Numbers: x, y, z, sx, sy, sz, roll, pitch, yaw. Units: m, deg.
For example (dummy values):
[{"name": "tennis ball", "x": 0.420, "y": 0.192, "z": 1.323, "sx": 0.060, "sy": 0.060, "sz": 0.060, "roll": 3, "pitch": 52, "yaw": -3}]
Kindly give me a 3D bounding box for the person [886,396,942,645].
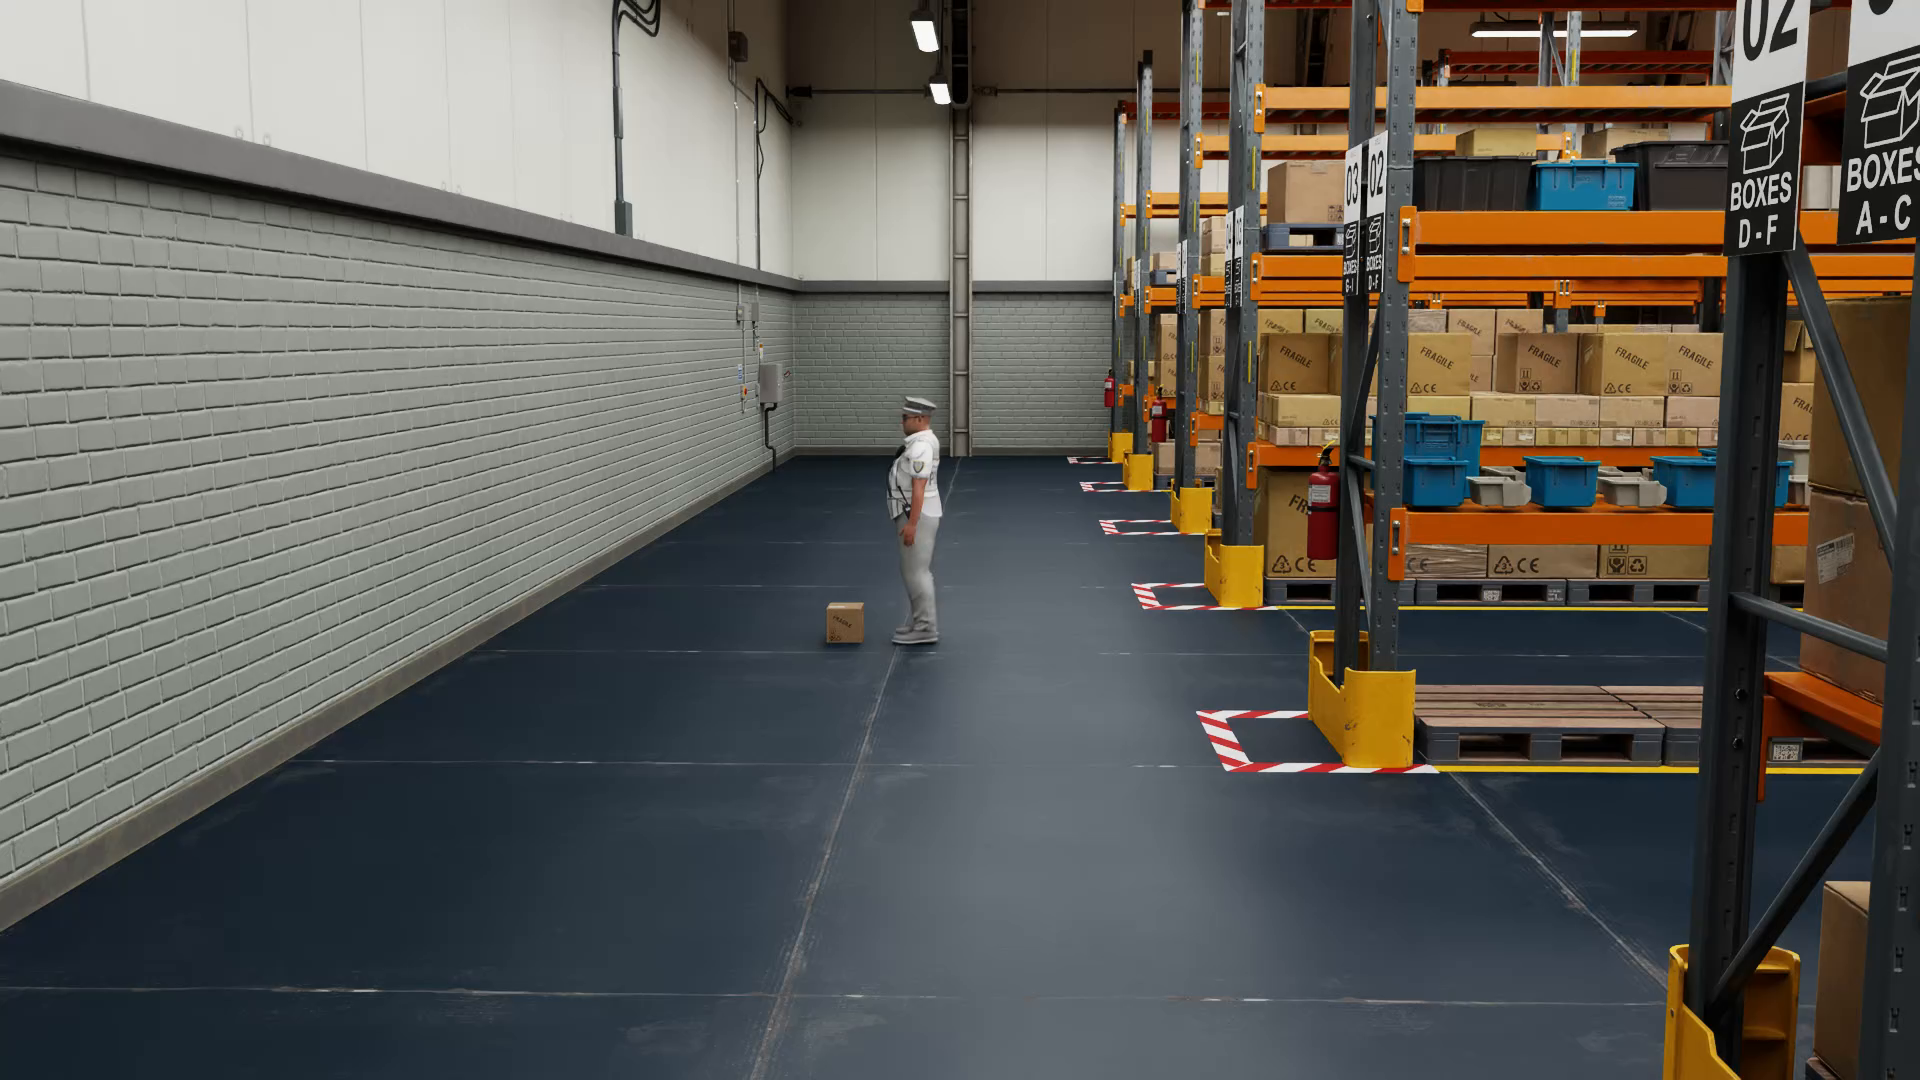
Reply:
[{"name": "person", "x": -0.324, "y": -0.147, "z": 11.884, "sx": 0.395, "sy": 1.761, "sz": 0.523, "roll": 0, "pitch": 7, "yaw": 2}]
